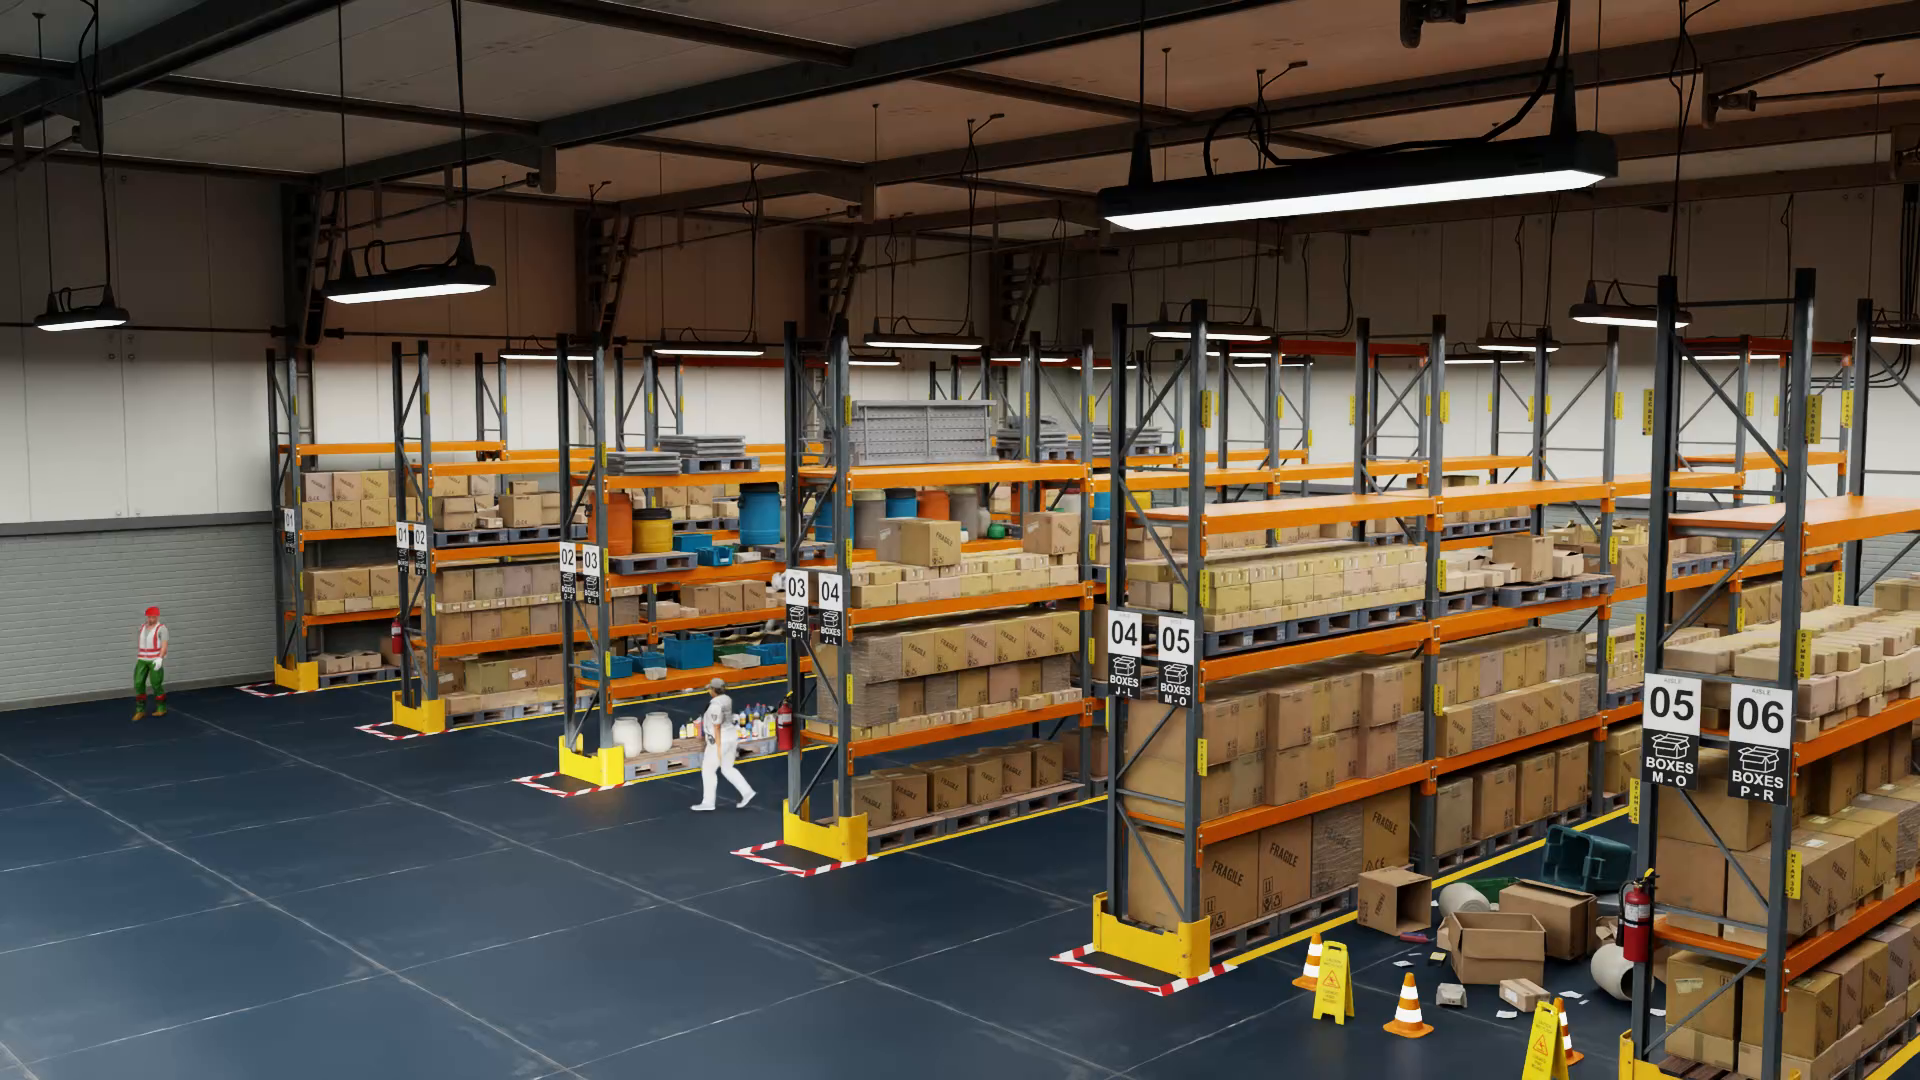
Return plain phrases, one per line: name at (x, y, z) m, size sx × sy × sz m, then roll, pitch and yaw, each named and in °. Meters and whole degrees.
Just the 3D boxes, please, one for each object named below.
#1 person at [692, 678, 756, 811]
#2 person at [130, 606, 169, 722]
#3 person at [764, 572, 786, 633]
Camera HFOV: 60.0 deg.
person at (-2.950, 2.540, 20.758) m, size 0.730 × 1.653 × 0.466 m, roll 2°, pitch 5°, yaw 18°
person at (-13.009, 1.989, 26.656) m, size 0.565 × 1.839 × 0.585 m, roll 0°, pitch 5°, yaw 6°
person at (-3.819, 1.259, 34.954) m, size 0.627 × 1.699 × 1.062 m, roll 4°, pitch 6°, yaw 37°
